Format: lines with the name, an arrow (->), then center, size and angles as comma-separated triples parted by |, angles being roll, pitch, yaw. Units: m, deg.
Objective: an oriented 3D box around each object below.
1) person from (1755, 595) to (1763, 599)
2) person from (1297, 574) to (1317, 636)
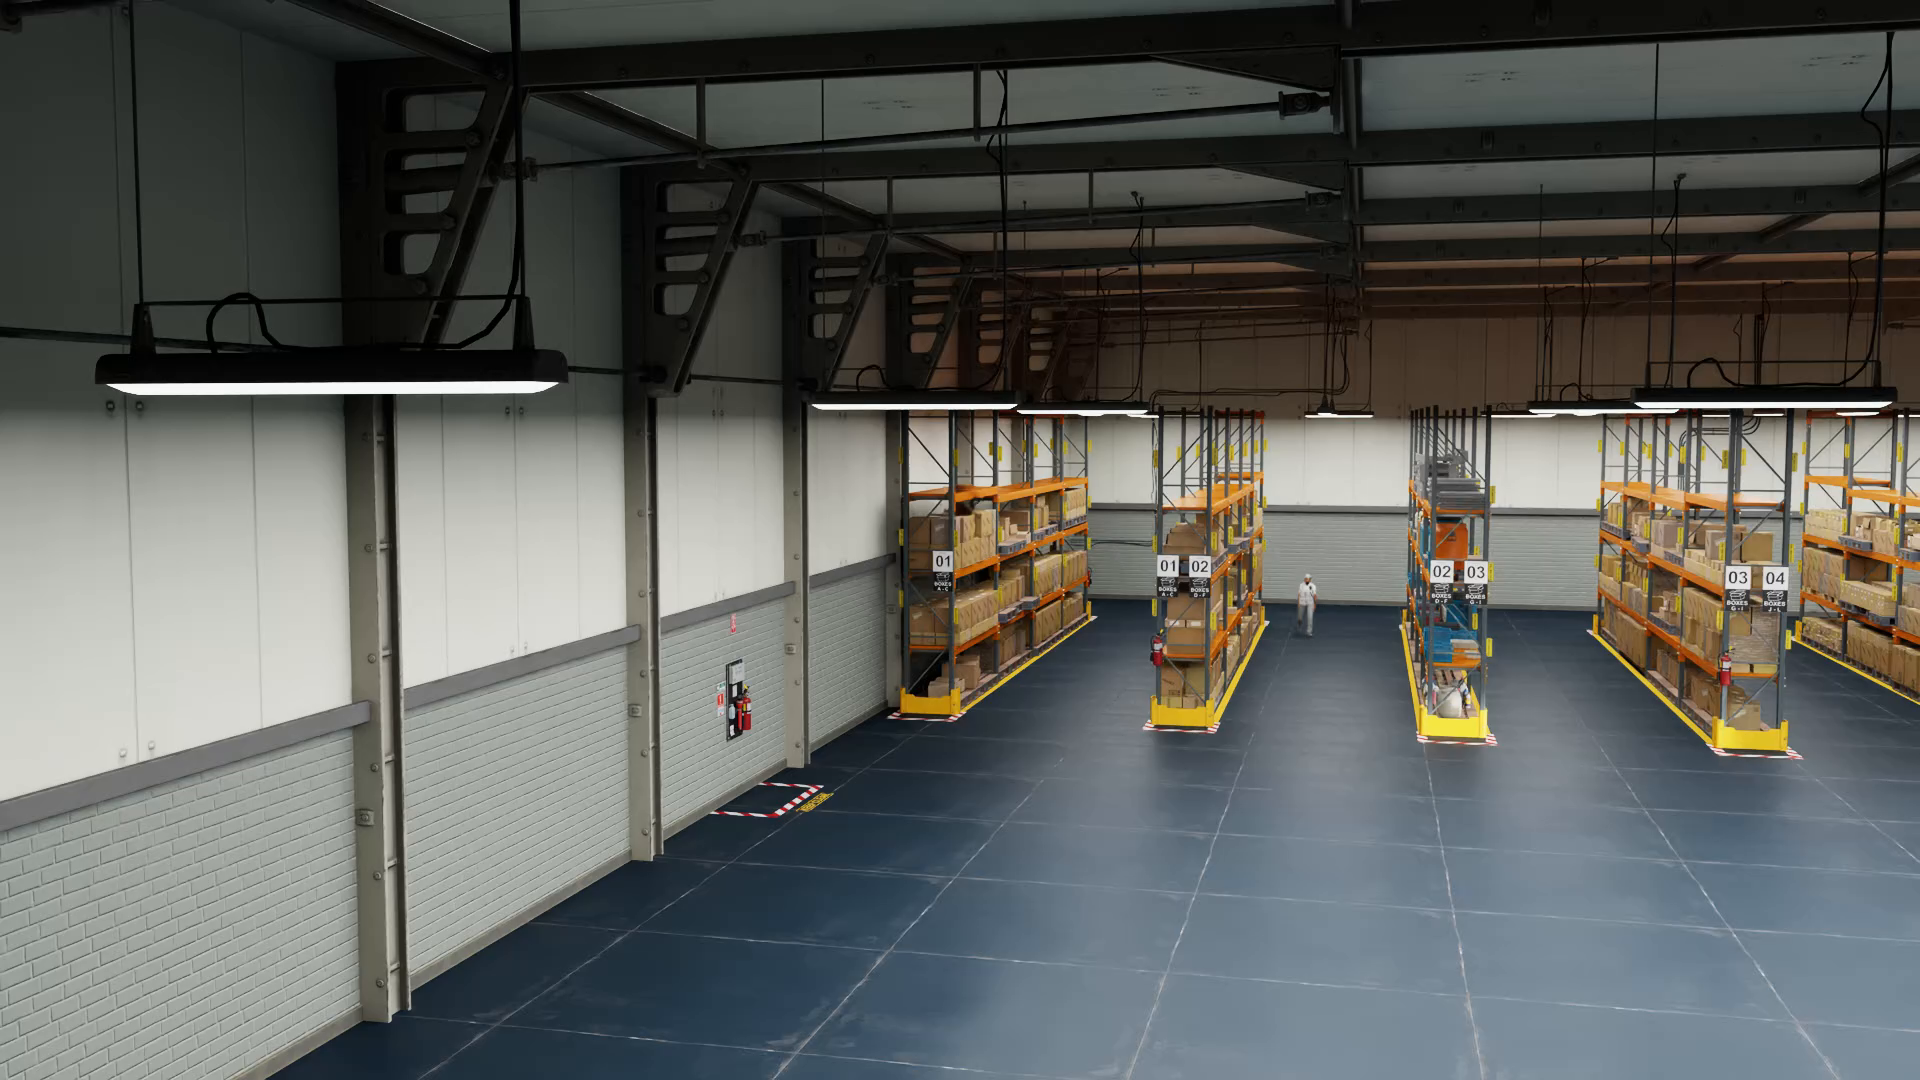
person -> 22.564, 1.557, 46.776 | 0.556, 1.668, 0.396 | 1, 4, 13
person -> 9.262, 1.717, 44.362 | 0.508, 1.625, 0.665 | 1, 4, 11
